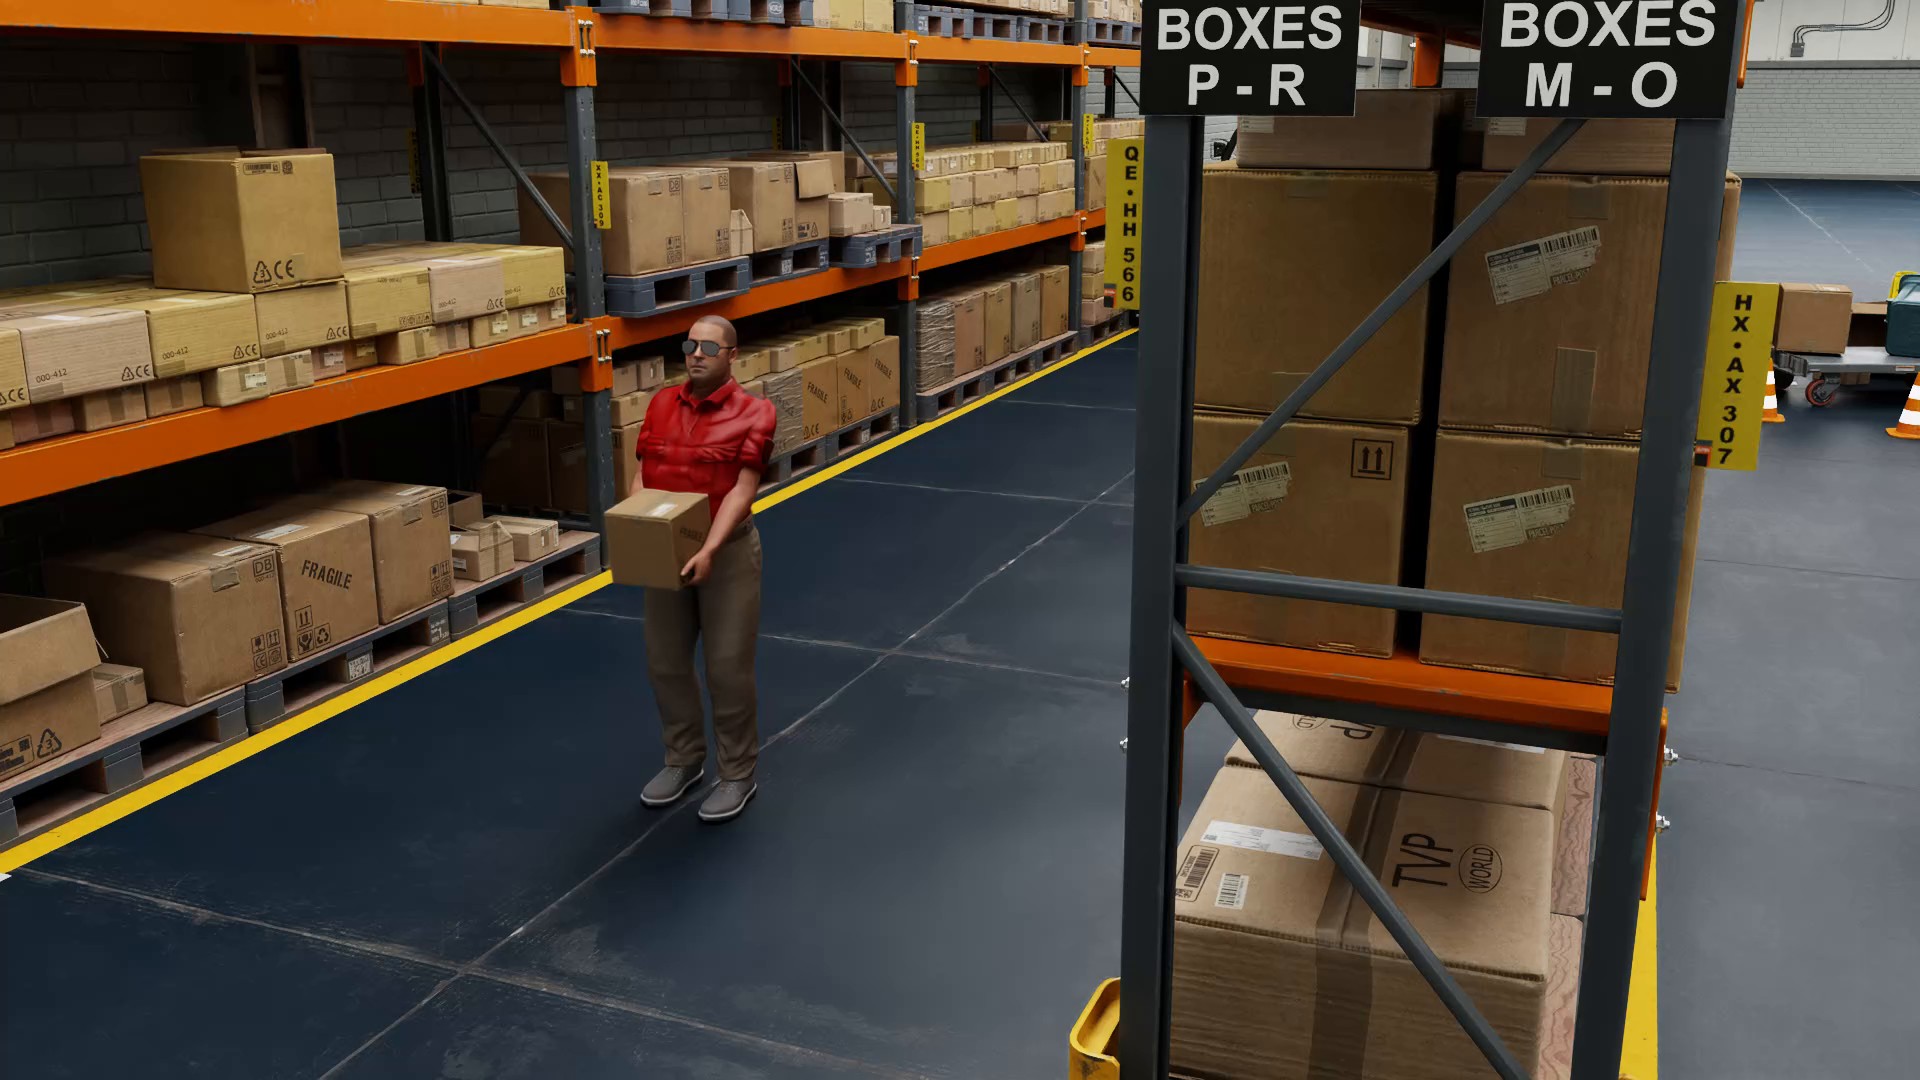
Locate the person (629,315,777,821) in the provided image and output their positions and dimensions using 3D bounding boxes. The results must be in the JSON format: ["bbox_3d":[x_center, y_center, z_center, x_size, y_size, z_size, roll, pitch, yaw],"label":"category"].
[{"bbox_3d":[-0.908,0.108,5.677,0.494,1.713,0.536,6,16,21],"label":"person"}]
